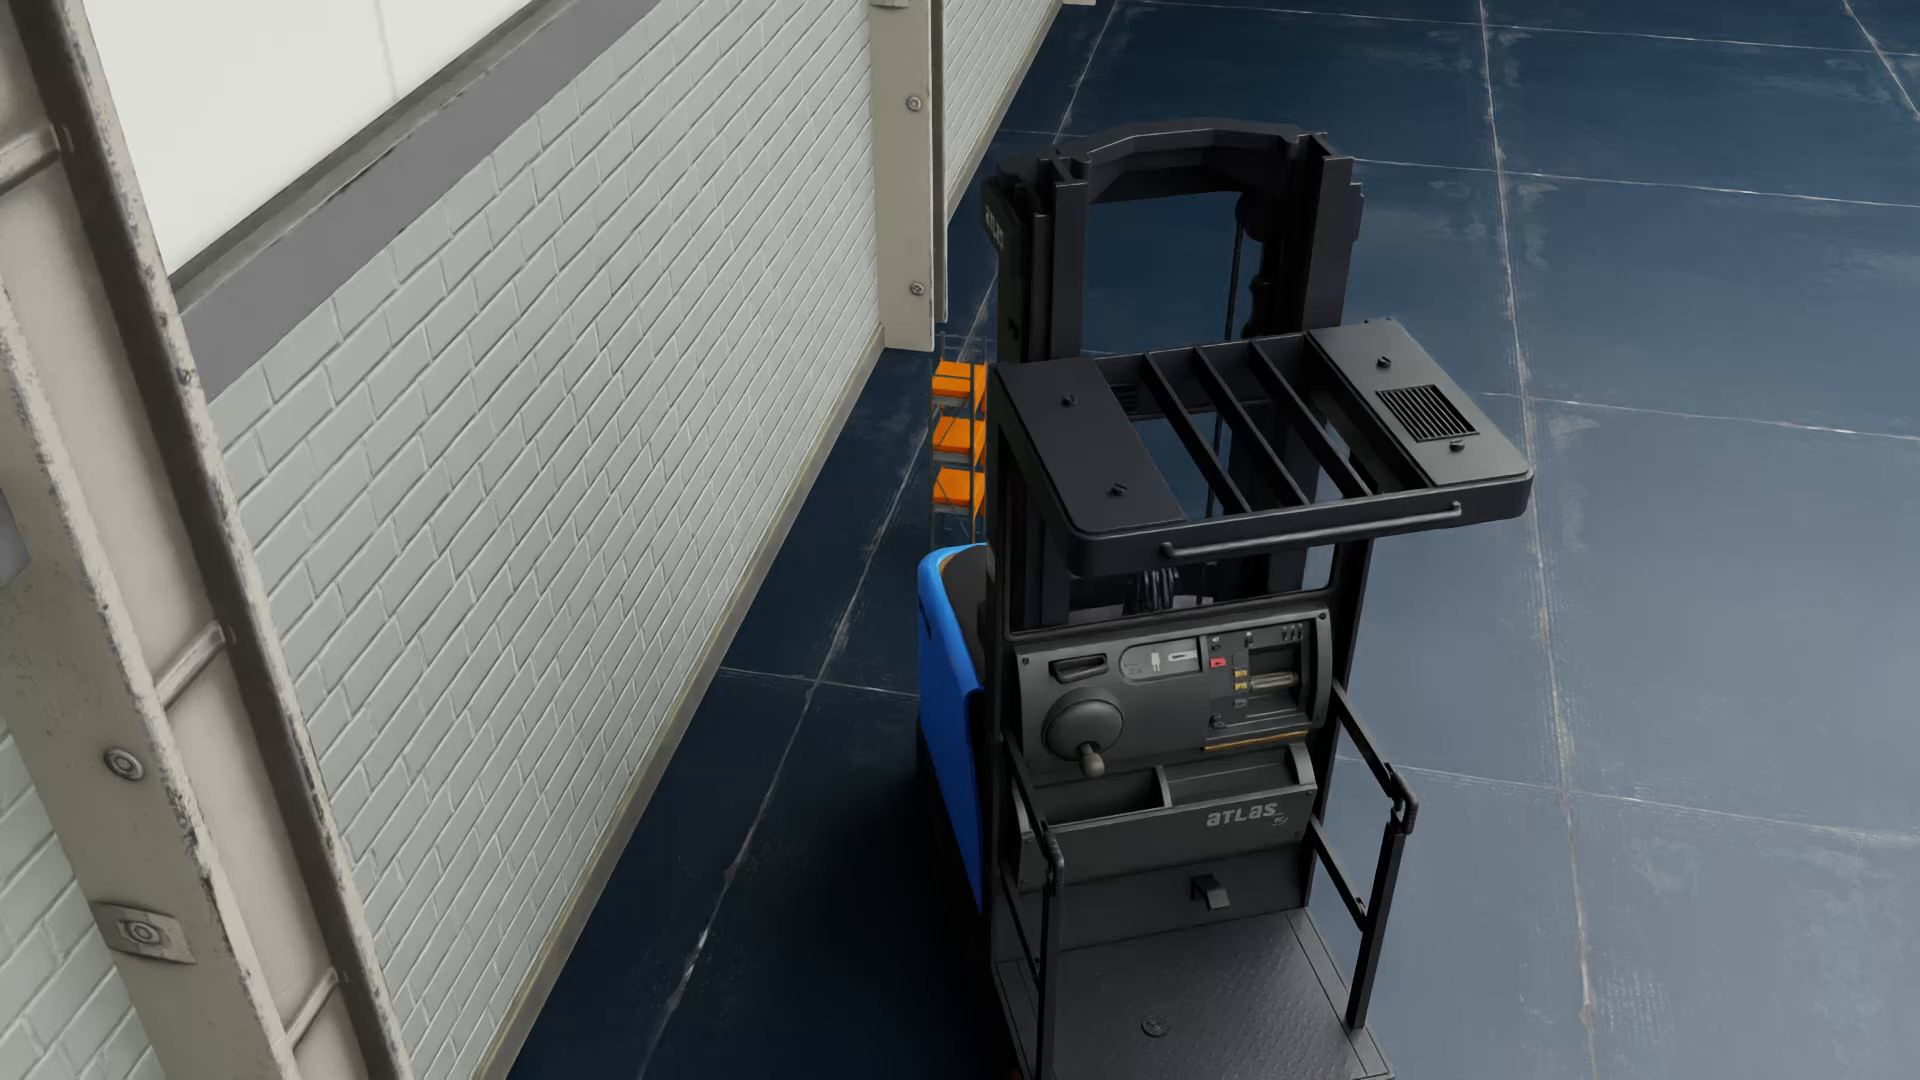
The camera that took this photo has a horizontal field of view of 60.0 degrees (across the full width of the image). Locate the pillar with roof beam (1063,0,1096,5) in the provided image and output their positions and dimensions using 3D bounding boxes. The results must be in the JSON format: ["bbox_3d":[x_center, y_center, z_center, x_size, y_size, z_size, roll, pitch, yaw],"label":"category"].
[{"bbox_3d":[5.225,-7.714,10.726,9.100,9.000,0.400,7,37,10],"label":"pillar with roof beam"}]

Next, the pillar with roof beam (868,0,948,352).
[{"bbox_3d":[3.944,-4.275,5.980,9.100,9.000,0.400,7,37,10],"label":"pillar with roof beam"}]

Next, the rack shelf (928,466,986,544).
[{"bbox_3d":[-0.011,-0.161,7.569,0.215,0.259,0.240,7,37,10],"label":"rack shelf"}]

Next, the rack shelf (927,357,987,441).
[{"bbox_3d":[-0.011,-0.616,7.239,0.215,0.259,0.240,7,37,10],"label":"rack shelf"}]

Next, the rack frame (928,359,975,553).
[{"bbox_3d":[-0.037,-0.324,7.303,0.200,1.050,0.008,7,37,10],"label":"rack frame"}]

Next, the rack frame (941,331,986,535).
[{"bbox_3d":[0.015,-0.464,7.496,0.200,1.050,0.008,7,37,10],"label":"rack frame"}]

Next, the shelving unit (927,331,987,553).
[{"bbox_3d":[-0.011,-0.394,7.400,0.215,1.050,0.252,7,37,10],"label":"shelving unit"}]

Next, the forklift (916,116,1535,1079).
[{"bbox_3d":[0.667,0.497,4.566,1.130,2.935,3.031,-8,37,-11],"label":"forklift"}]

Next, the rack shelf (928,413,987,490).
[{"bbox_3d":[-0.011,-0.386,7.406,0.215,0.259,0.240,7,37,10],"label":"rack shelf"}]
